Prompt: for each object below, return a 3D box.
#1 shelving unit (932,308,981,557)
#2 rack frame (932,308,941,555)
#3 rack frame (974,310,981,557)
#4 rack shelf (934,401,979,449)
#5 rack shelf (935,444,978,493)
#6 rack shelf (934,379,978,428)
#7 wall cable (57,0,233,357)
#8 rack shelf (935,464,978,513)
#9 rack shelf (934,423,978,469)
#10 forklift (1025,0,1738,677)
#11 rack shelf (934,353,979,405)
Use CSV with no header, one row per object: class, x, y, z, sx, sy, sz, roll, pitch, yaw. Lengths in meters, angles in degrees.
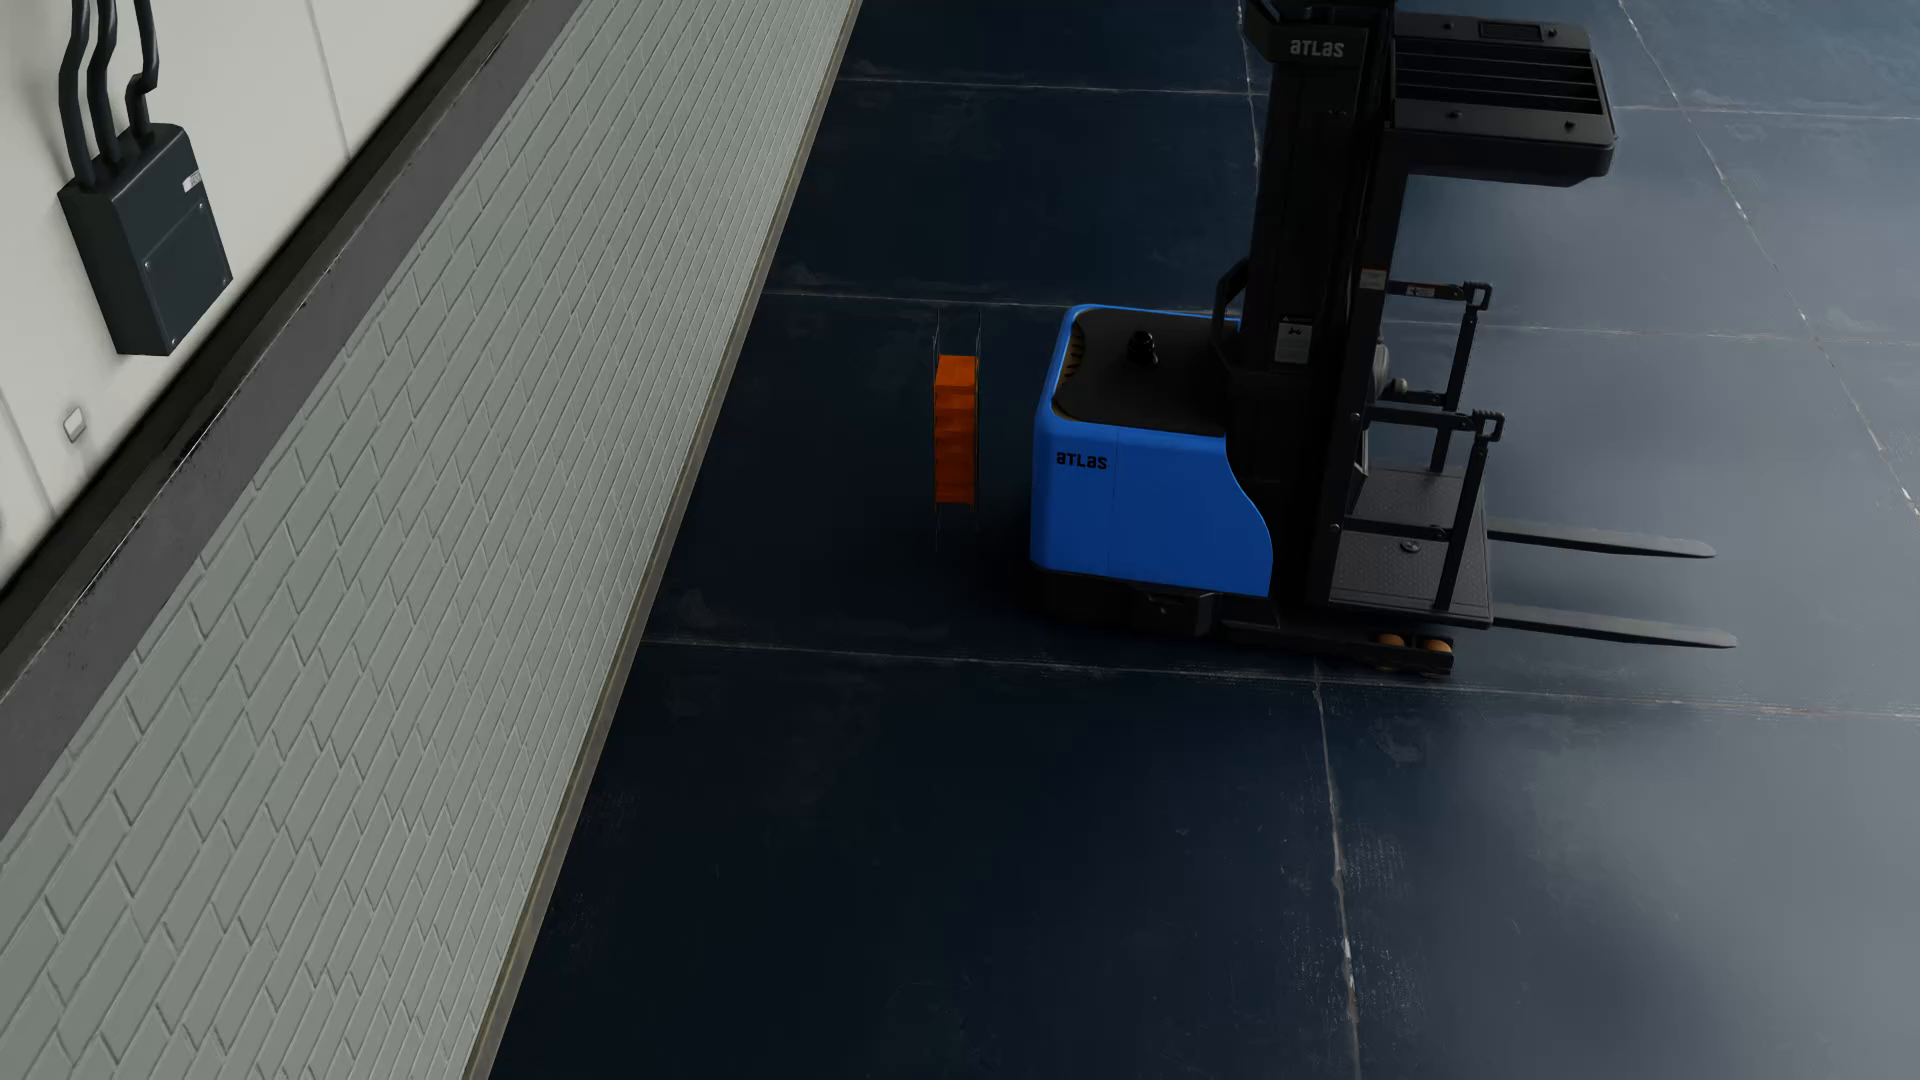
shelving unit,-0.014,-0.466,7.543,0.189,1.200,0.258,3,39,4
rack frame,-0.106,-0.471,7.549,0.006,1.200,0.240,3,39,4
rack frame,0.077,-0.461,7.537,0.006,1.200,0.240,3,39,4
rack shelf,-0.014,-0.525,7.495,0.180,0.103,0.258,3,39,4
rack shelf,-0.014,-0.339,7.646,0.180,0.103,0.258,3,39,4
rack shelf,-0.014,-0.618,7.419,0.180,0.103,0.258,3,39,4
wall cable,-1.506,-3.418,2.297,0.169,6.003,2.305,3,39,4
rack shelf,-0.014,-0.246,7.722,0.180,0.103,0.258,3,39,4
rack shelf,-0.014,-0.432,7.571,0.180,0.103,0.258,3,39,4
forklift,1.863,-0.910,6.716,3.031,2.935,1.130,7,40,9
rack shelf,-0.014,-0.711,7.343,0.180,0.103,0.258,3,39,4
